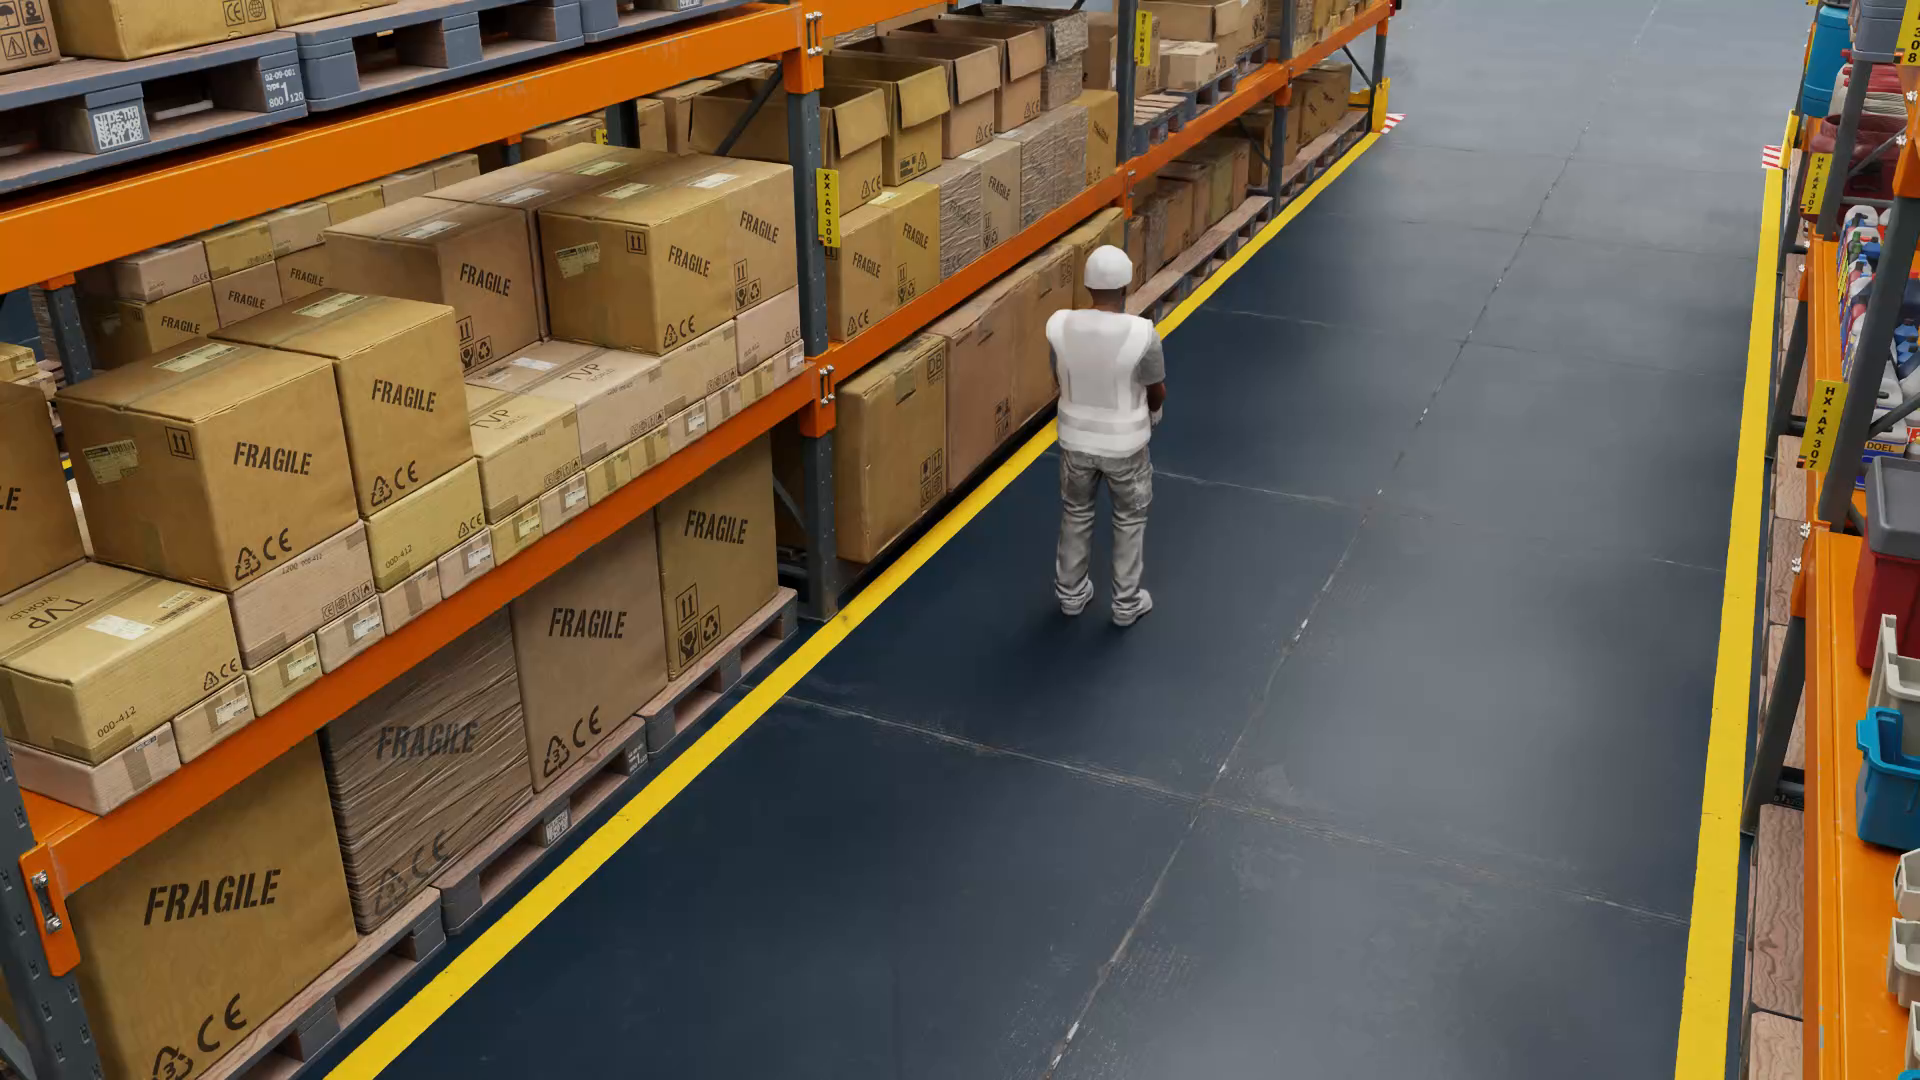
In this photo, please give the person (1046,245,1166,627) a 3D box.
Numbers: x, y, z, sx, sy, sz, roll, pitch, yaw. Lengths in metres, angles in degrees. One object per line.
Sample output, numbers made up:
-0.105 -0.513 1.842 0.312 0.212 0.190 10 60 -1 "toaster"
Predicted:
0.685 -0.494 7.601 0.532 1.789 0.541 11 28 22 "person"
